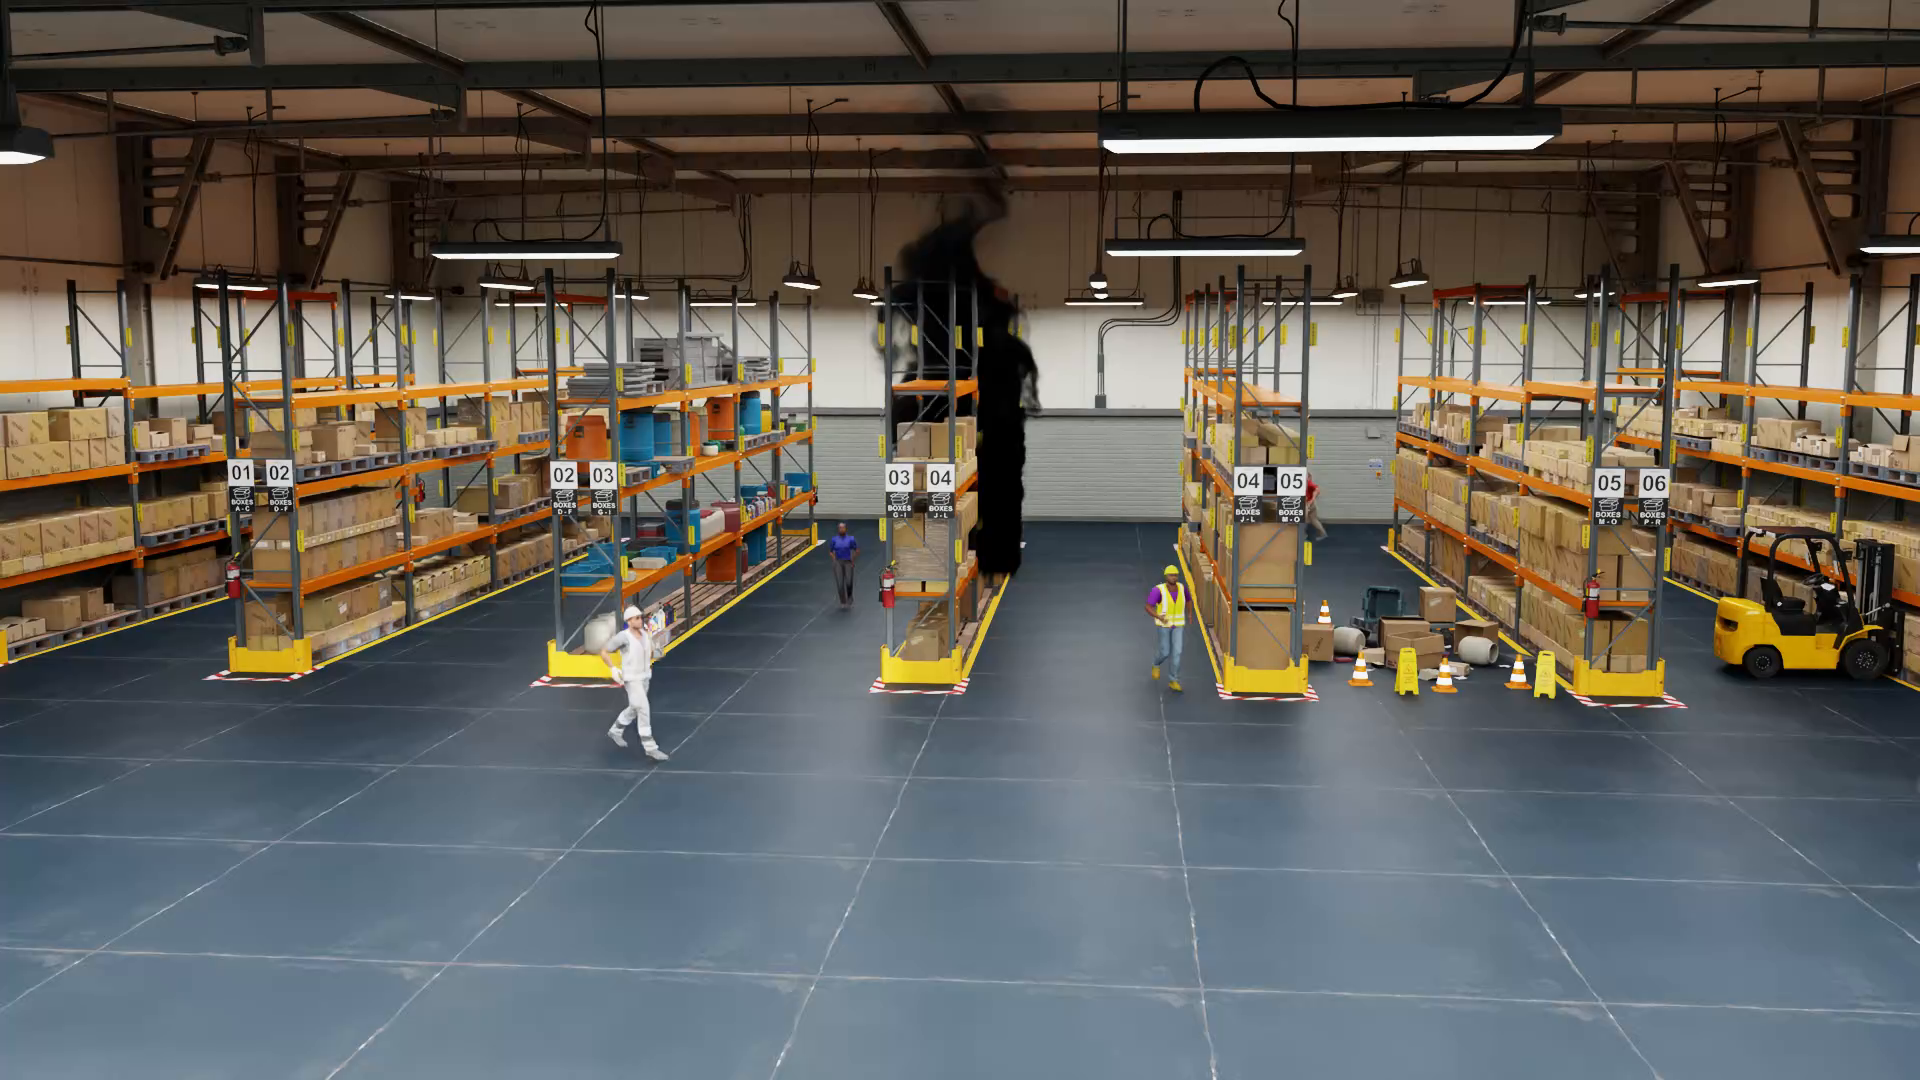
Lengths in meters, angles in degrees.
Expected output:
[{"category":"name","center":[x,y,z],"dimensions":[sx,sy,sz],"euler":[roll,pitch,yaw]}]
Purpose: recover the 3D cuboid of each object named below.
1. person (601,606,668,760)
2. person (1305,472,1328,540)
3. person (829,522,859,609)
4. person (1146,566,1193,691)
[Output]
[{"category":"person","center":[-3.865,1.679,19.836],"dimensions":[0.981,1.785,0.658],"euler":[4,8,27]},{"category":"person","center":[8.537,-0.771,40.619],"dimensions":[0.912,1.777,0.673],"euler":[2,7,13]},{"category":"person","center":[-2.151,0.482,30.672],"dimensions":[0.550,1.598,0.544],"euler":[0,7,0]},{"category":"person","center":[3.016,1.235,23.907],"dimensions":[0.726,1.766,0.799],"euler":[-2,7,-12]}]
